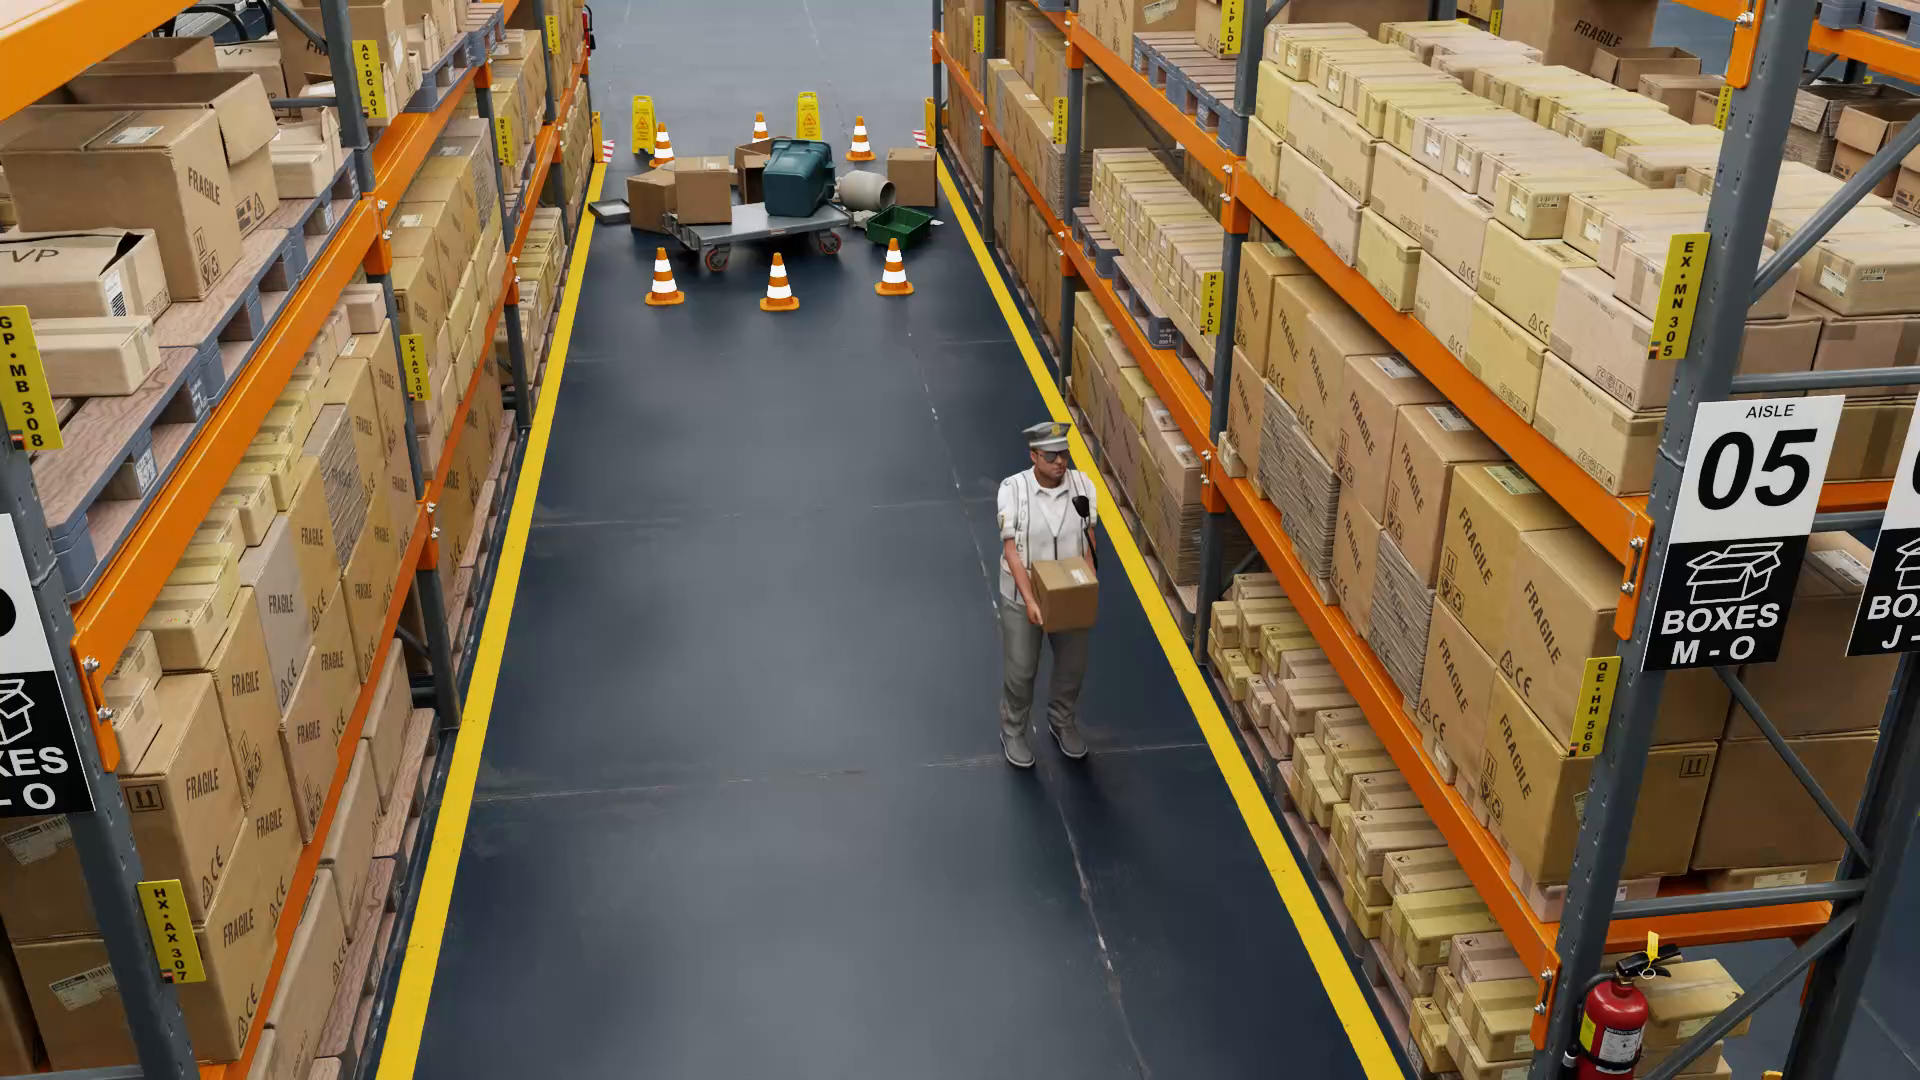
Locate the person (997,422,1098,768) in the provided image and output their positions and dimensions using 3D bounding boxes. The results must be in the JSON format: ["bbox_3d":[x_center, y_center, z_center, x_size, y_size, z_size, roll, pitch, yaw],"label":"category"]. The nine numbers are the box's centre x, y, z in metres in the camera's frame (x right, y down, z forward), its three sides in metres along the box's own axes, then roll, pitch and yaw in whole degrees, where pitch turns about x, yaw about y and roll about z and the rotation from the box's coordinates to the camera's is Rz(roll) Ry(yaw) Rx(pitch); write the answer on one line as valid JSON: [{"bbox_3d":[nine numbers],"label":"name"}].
[{"bbox_3d":[0.448,0.281,8.038,0.493,1.767,0.566,-8,28,-14],"label":"person"}]
